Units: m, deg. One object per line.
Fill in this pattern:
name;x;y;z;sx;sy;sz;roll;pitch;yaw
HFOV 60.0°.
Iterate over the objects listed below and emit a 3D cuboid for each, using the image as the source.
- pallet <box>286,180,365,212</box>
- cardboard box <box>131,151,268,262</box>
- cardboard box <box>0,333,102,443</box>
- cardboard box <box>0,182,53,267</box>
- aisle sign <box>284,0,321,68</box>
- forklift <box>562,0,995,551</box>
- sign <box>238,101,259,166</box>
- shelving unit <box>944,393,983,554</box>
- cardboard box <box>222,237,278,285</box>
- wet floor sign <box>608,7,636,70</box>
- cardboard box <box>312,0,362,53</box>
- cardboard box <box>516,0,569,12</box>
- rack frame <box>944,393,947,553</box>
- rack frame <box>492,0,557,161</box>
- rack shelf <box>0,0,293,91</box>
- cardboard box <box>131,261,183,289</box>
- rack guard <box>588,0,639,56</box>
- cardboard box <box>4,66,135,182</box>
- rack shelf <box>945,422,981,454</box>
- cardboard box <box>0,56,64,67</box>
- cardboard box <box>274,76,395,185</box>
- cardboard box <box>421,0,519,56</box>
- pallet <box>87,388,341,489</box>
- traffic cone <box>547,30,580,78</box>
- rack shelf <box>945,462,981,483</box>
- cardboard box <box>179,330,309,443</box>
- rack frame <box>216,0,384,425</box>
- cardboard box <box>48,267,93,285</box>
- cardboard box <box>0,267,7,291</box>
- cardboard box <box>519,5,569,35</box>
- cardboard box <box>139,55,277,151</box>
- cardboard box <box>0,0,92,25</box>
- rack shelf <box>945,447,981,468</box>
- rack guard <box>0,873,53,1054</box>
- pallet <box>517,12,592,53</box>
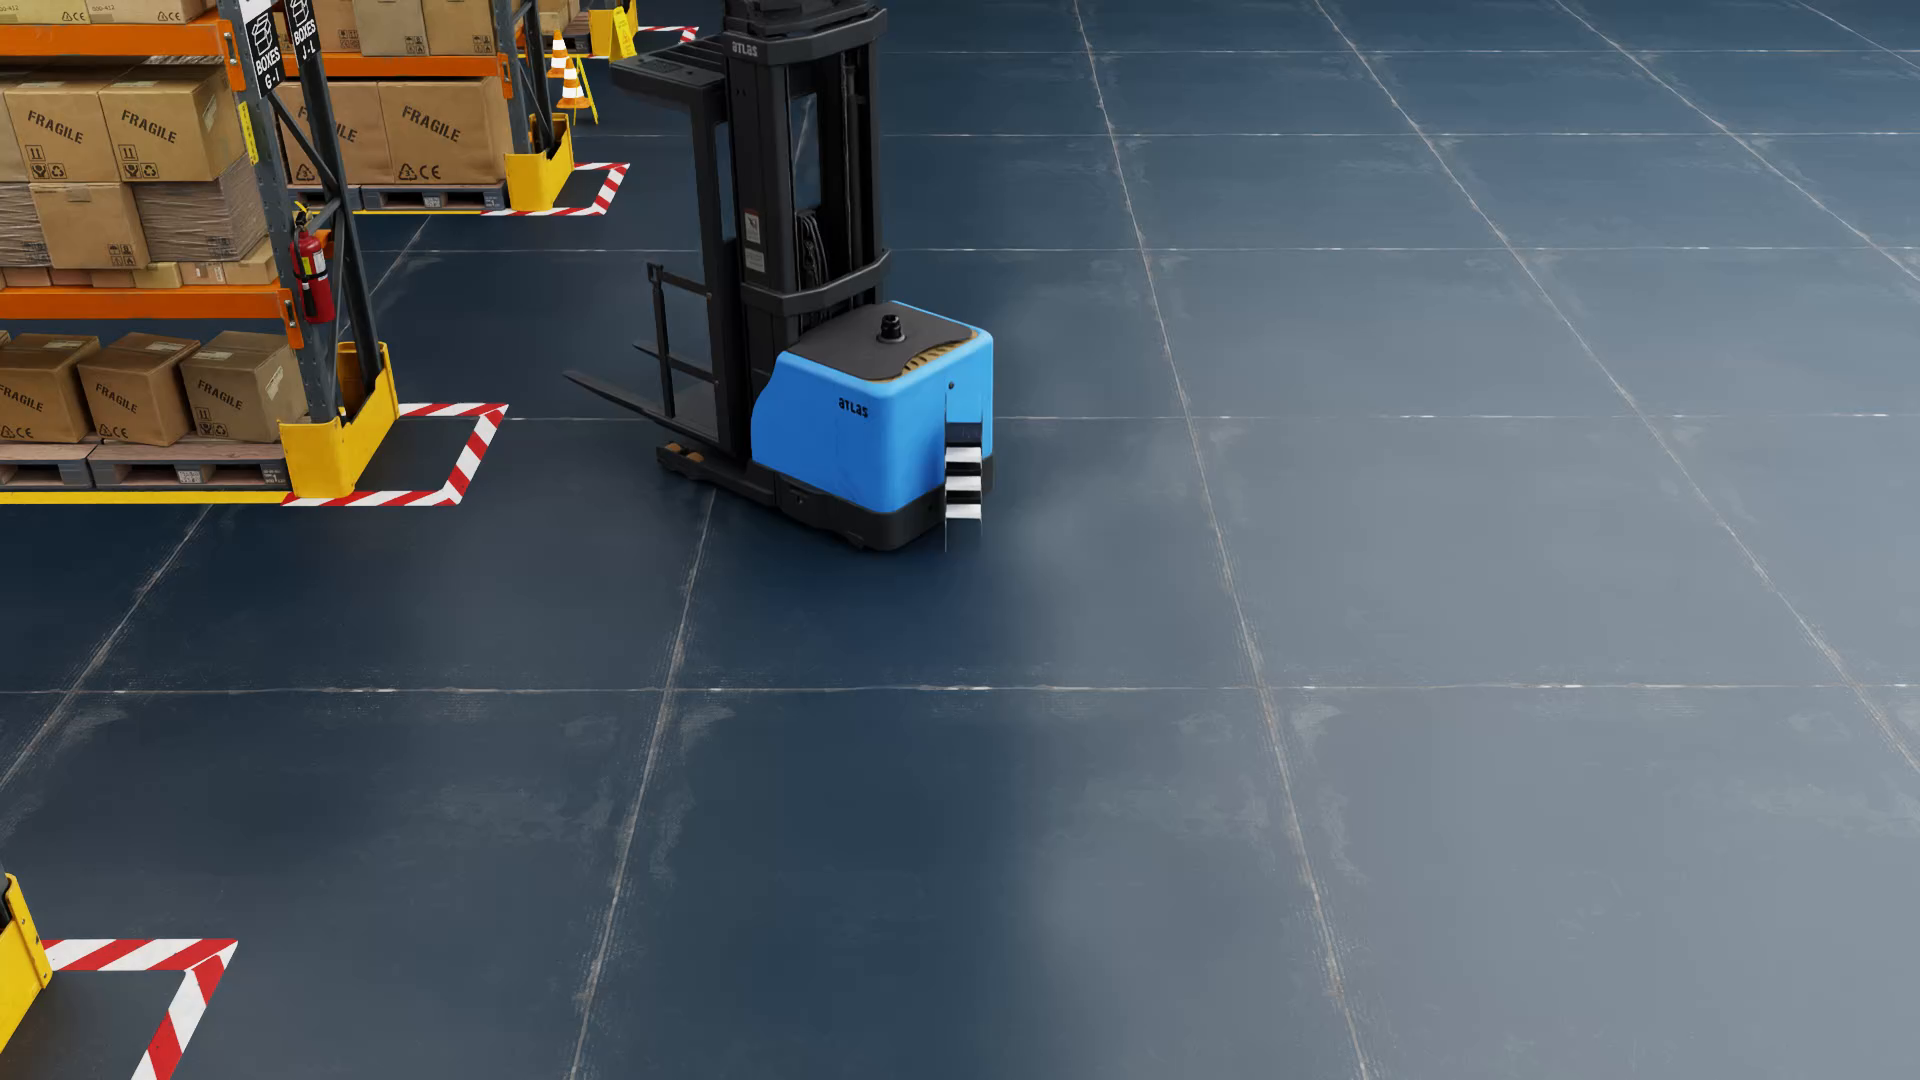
pallet;-5.743;-3.173;14.665;1.213;0.211;1.003;0;31;0
cardboard box;-4.348;-2.020;9.693;0.500;0.500;0.875;0;31;0
cardboard box;-5.646;-0.943;10.307;0.500;0.500;0.500;3;31;4
cardboard box;-5.348;-1.977;9.622;0.500;0.500;0.875;0;31;0
aisle sign;-3.738;-3.104;9.358;0.004;0.787;0.394;0;31;0
forklift;-1.256;-1.813;9.801;3.031;2.935;1.130;23;38;33
sign;-3.815;-2.179;8.918;0.005;0.325;0.100;0;31;0
shelving unit;0.021;-0.369;9.380;0.210;0.900;0.258;1;31;1
cardboard box;-4.082;-1.622;9.663;0.250;0.149;0.380;0;31;0
wet floor sign;-3.661;-5.417;17.945;0.232;0.644;0.267;10;33;17
cardboard box;-5.208;-4.500;14.020;0.550;0.550;0.875;0;31;0
cardboard box;-4.657;-6.164;18.430;0.500;0.500;0.500;0;31;0
rack frame;-0.081;-0.371;9.382;0.006;0.900;0.240;1;31;1
rack frame;-3.727;-4.410;14.016;0.127;3.000;1.000;0;31;0
rack shelf;-5.798;-2.806;9.174;4.000;0.370;1.077;0;31;0
cardboard box;-4.582;-1.594;9.617;0.250;0.149;0.380;0;31;0
rack guard;-3.934;-5.909;18.896;0.348;0.500;1.175;0;31;0
cardboard box;-4.847;-2.300;9.191;0.500;0.500;0.500;0;31;0
rack shelf;0.021;-0.572;9.257;0.200;0.077;0.258;1;31;1
cardboard box;-5.350;-2.574;9.643;0.500;0.500;0.500;0;31;0
cardboard box;-5.285;-3.641;14.392;0.875;0.875;0.875;-1;31;-1
cardboard box;-4.098;-4.450;13.937;0.550;0.550;0.875;0;31;0
pallet;-4.687;-0.661;10.524;1.213;0.211;1.003;0;31;0
traffic cone;-4.280;-5.223;17.801;0.334;0.463;0.336;0;31;0
rack shelf;0.021;-0.418;9.351;0.200;0.077;0.258;1;31;1
cardboard box;-4.423;-0.955;10.326;0.500;0.500;0.500;5;32;9
rack frame;-3.798;-1.837;9.775;0.127;3.000;1.000;0;31;0
cardboard box;-5.082;-1.622;9.663;0.250;0.149;0.380;0;31;0
cardboard box;-5.581;-1.563;9.565;0.250;0.149;0.380;0;31;0
cardboard box;-4.689;-5.839;18.618;0.500;0.250;0.500;0;31;-1
cardboard box;-4.350;-2.574;9.643;0.500;0.500;0.500;0;31;0
cardboard box;-4.778;-2.919;8.811;0.500;0.250;0.500;0;31;0
rack shelf;0.021;-0.495;9.304;0.200;0.077;0.258;1;31;1
rack guard;-3.844;1.825;6.149;0.348;0.500;1.175;0;31;0
pallet;-4.746;-5.801;18.997;1.213;0.211;1.003;0;31;0
